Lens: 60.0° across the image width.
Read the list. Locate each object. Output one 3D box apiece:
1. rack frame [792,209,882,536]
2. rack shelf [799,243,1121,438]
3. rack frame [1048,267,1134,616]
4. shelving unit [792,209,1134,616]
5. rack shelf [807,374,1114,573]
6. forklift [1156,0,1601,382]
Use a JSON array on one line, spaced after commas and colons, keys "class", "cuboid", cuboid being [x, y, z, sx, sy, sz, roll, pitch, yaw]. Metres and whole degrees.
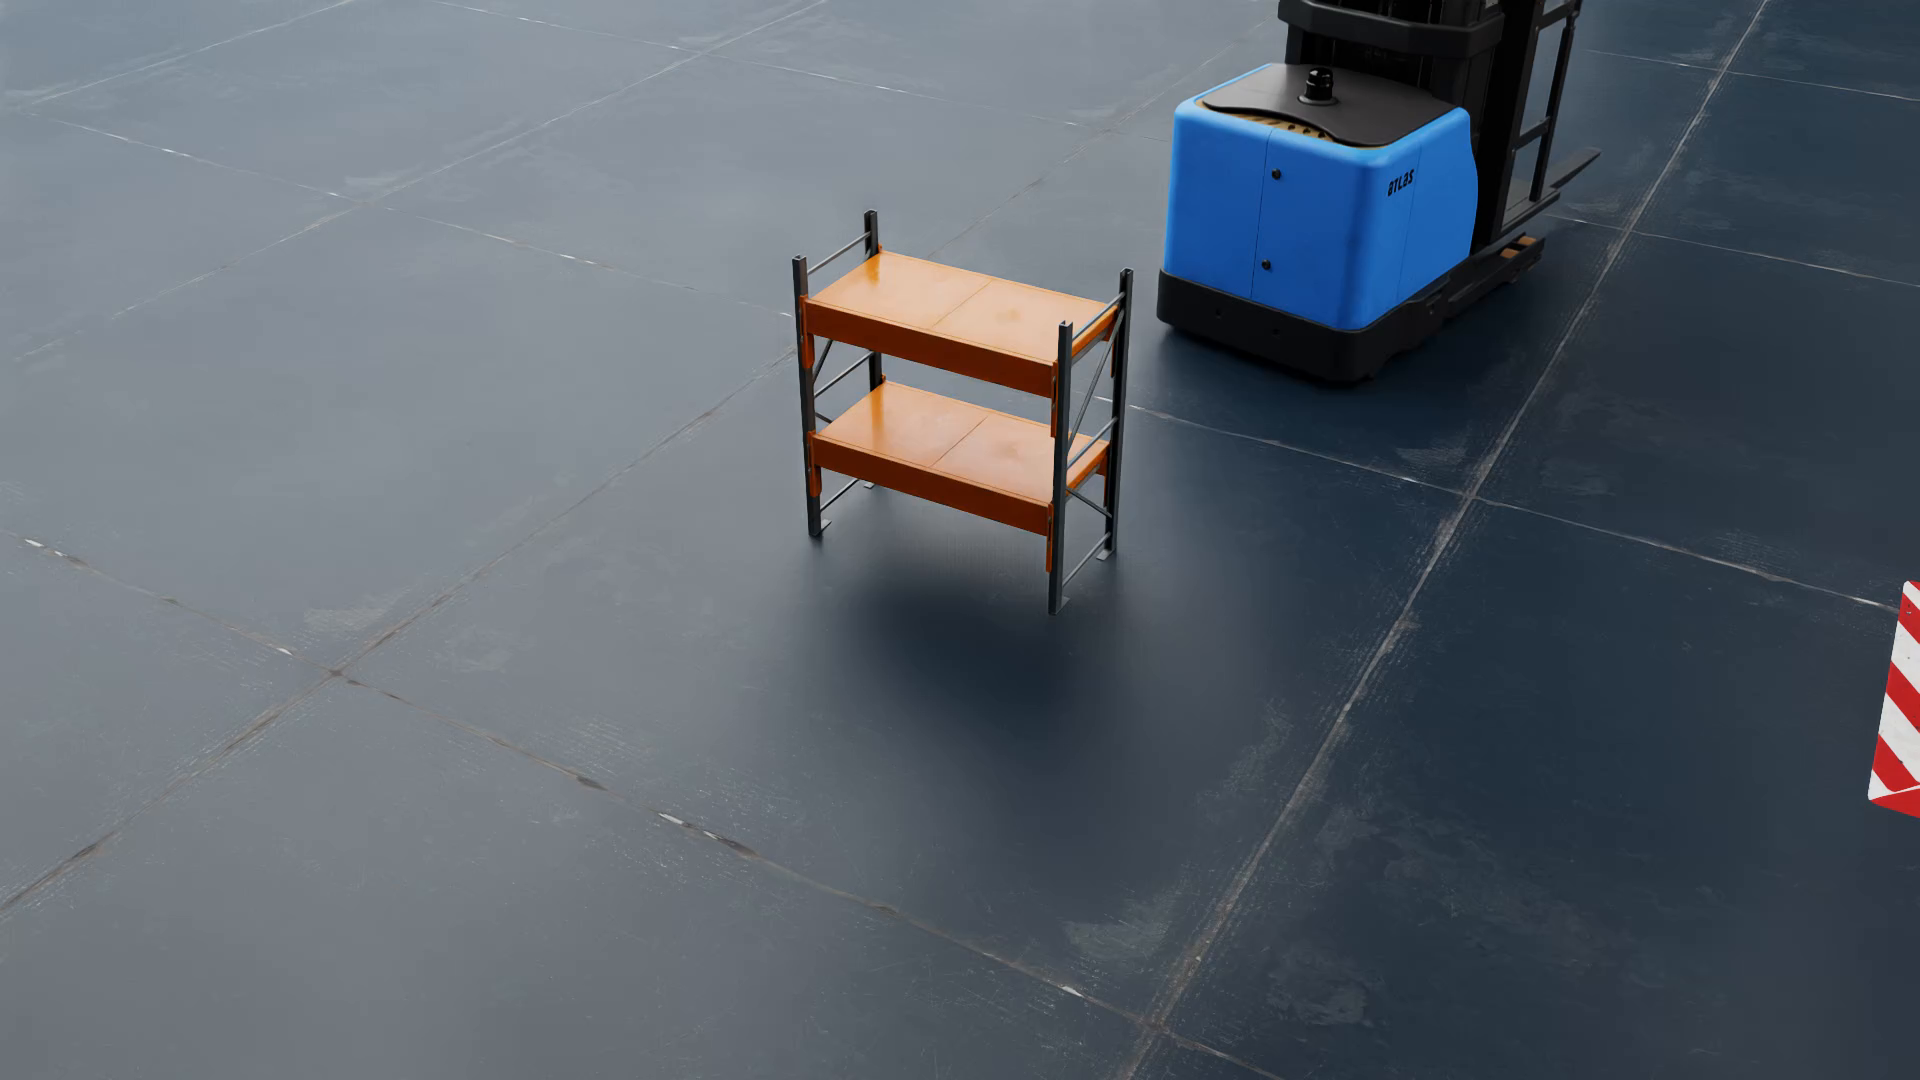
[{"class": "rack frame", "cuboid": [-0.435, -0.606, 6.145, 0.032, 1.125, 0.500, 18, 37, 24]}, {"class": "rack shelf", "cuboid": [0.006, -0.710, 5.773, 1.000, 0.278, 0.538, 18, 37, 24]}, {"class": "rack frame", "cuboid": [0.447, -0.327, 5.725, 0.032, 1.125, 0.500, 18, 37, 24]}, {"class": "shelving unit", "cuboid": [0.006, -0.466, 5.935, 1.048, 1.125, 0.538, 18, 37, 24]}, {"class": "rack shelf", "cuboid": [0.006, -0.263, 6.071, 1.000, 0.278, 0.538, 18, 37, 24]}, {"class": "forklift", "cuboid": [2.246, -2.639, 7.568, 1.130, 2.935, 3.031, 25, 41, 33]}]
